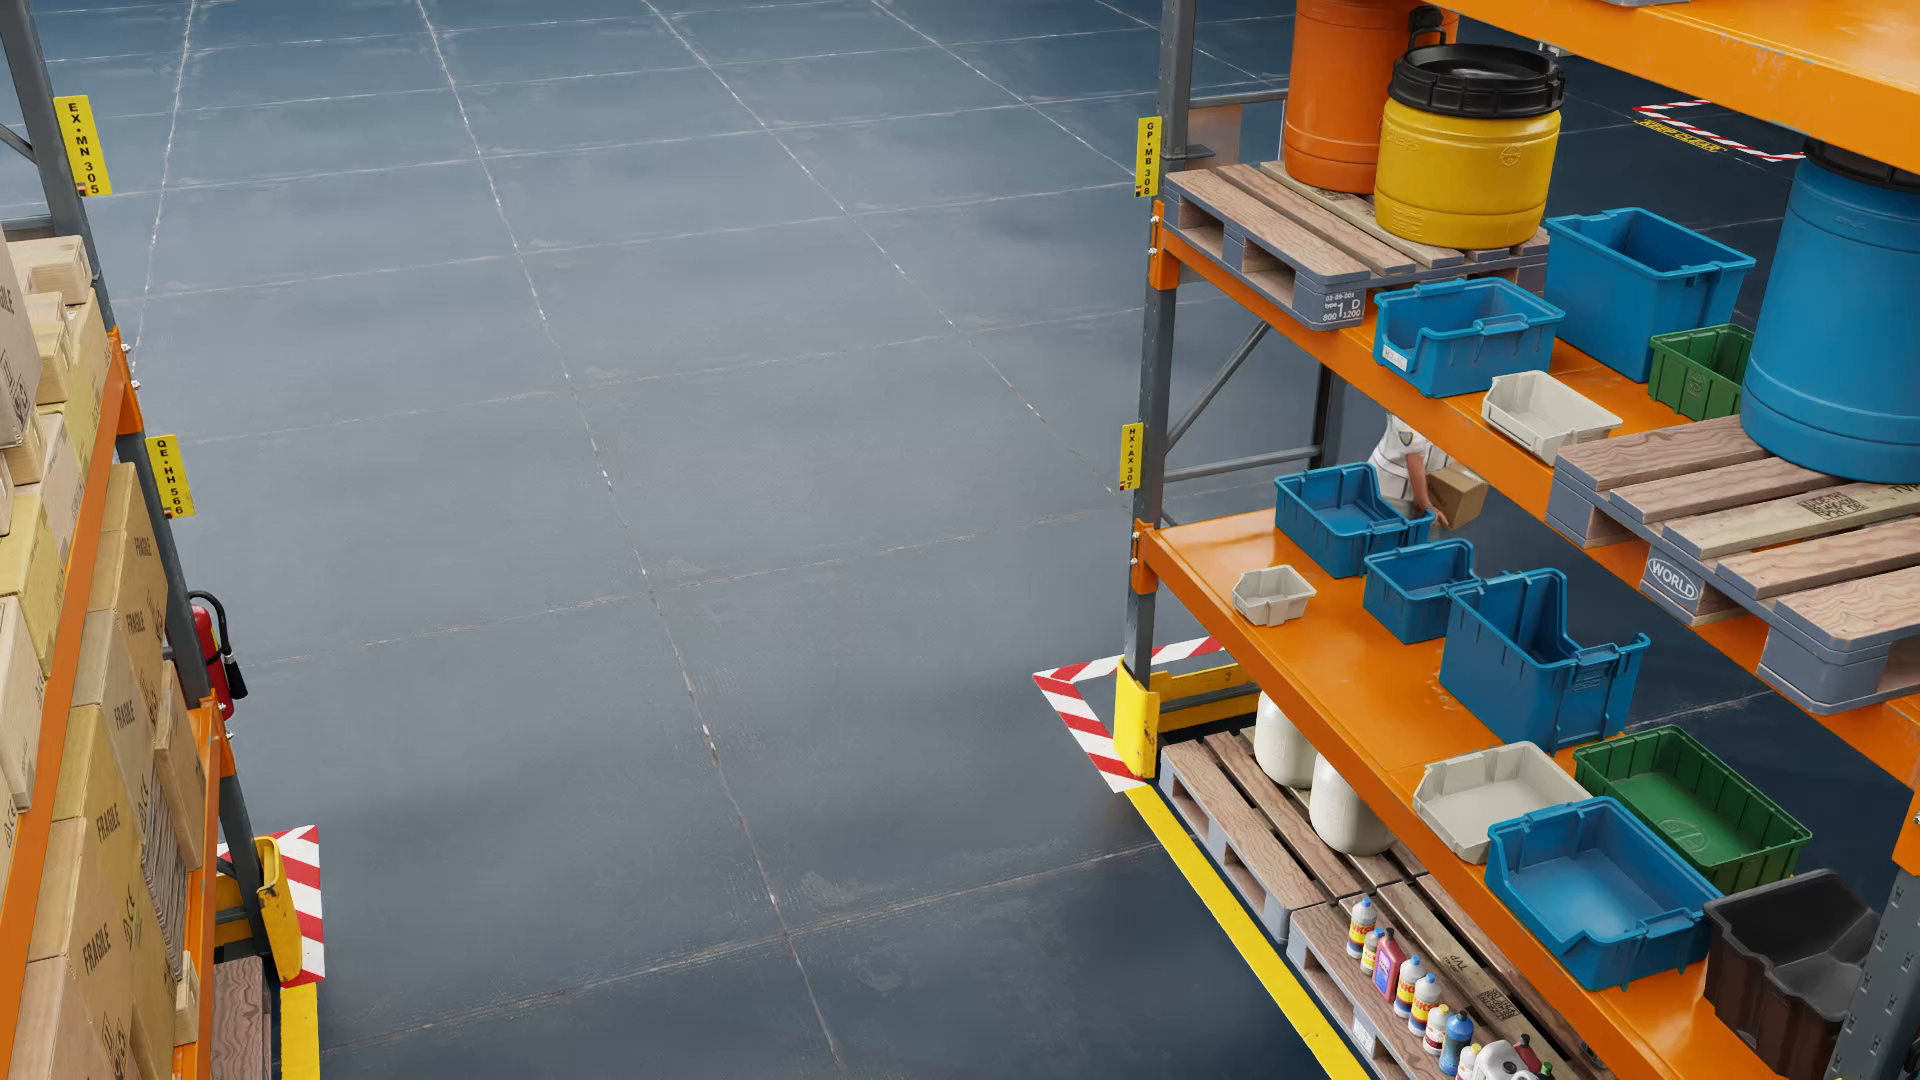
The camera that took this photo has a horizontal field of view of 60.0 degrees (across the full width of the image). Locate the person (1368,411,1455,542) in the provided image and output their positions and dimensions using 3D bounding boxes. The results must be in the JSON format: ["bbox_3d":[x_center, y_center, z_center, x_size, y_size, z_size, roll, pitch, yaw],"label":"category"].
[{"bbox_3d":[2.441,-0.264,8.807,0.489,1.757,0.560,-26,38,-37],"label":"person"}]
